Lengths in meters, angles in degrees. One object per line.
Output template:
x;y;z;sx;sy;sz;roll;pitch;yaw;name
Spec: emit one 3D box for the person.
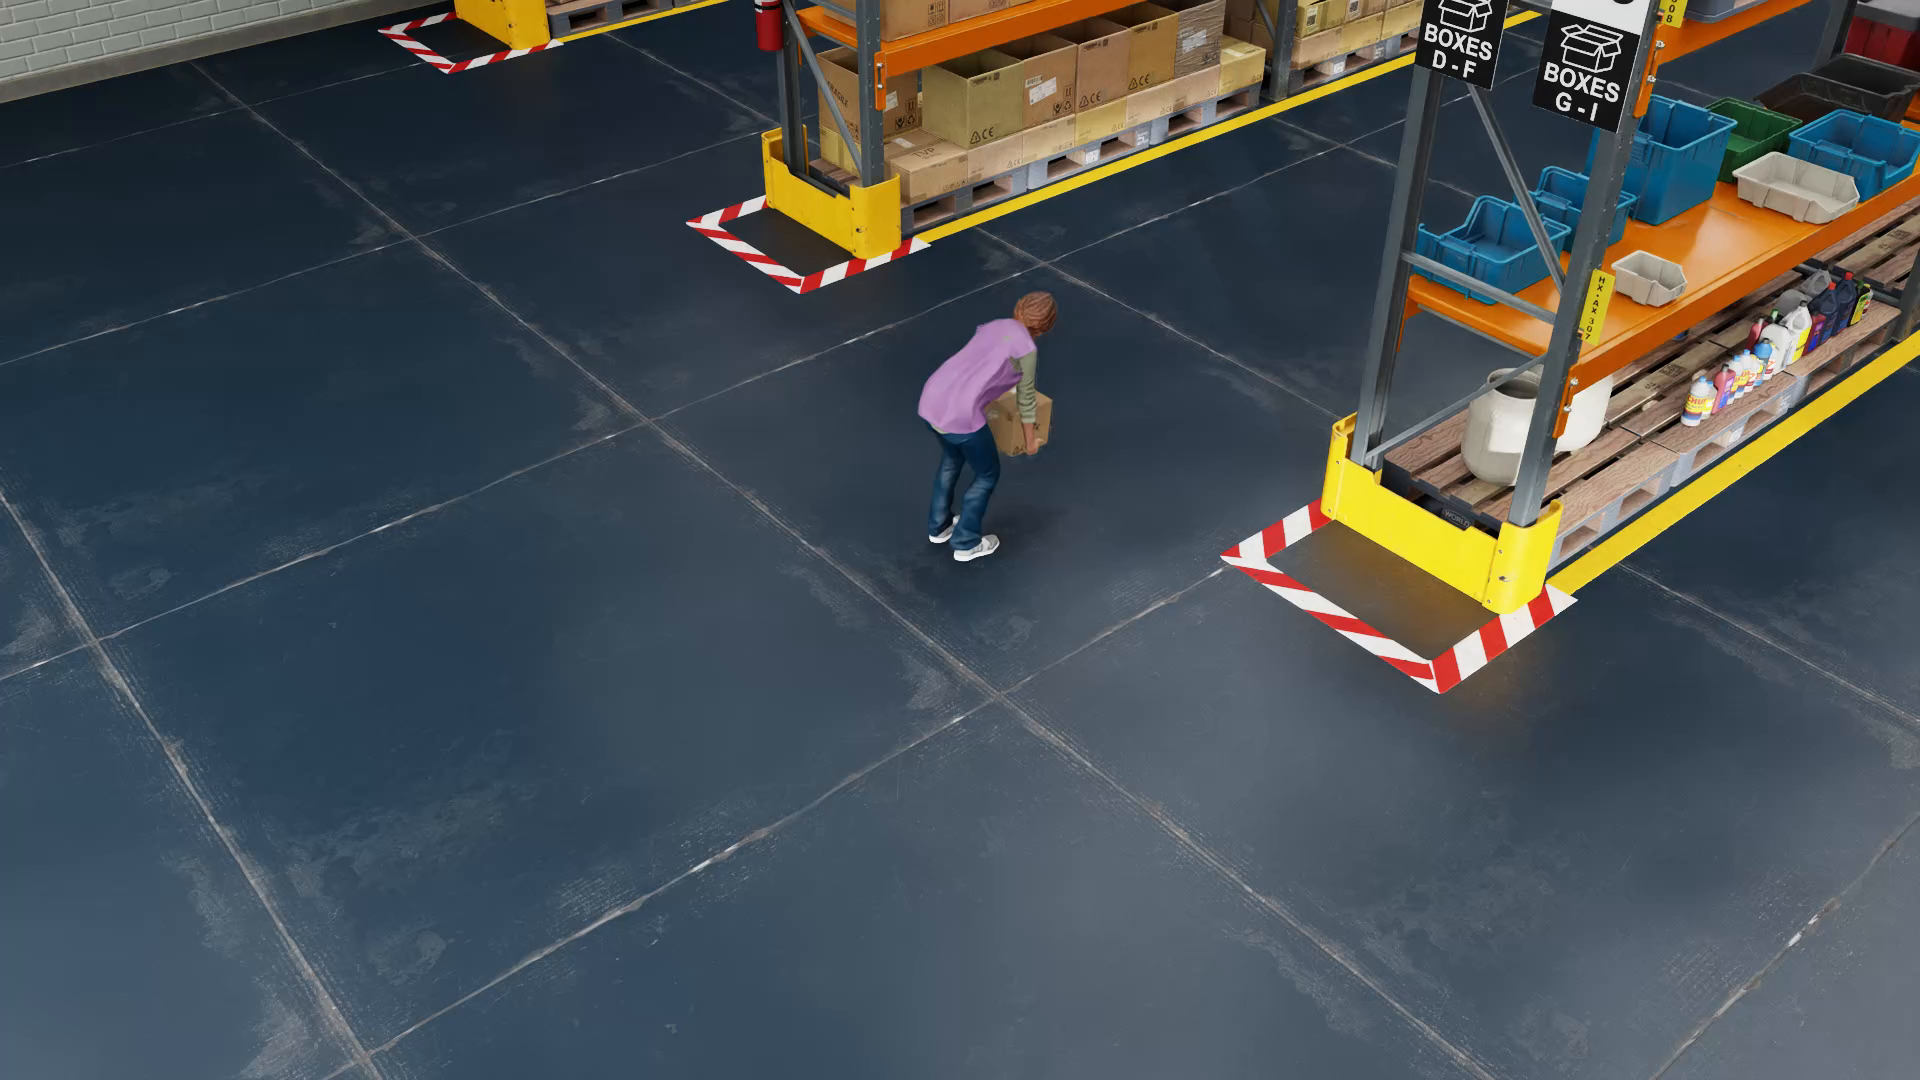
0.158;-0.556;8.136;0.810;1.248;0.380;-28;45;-32;person
